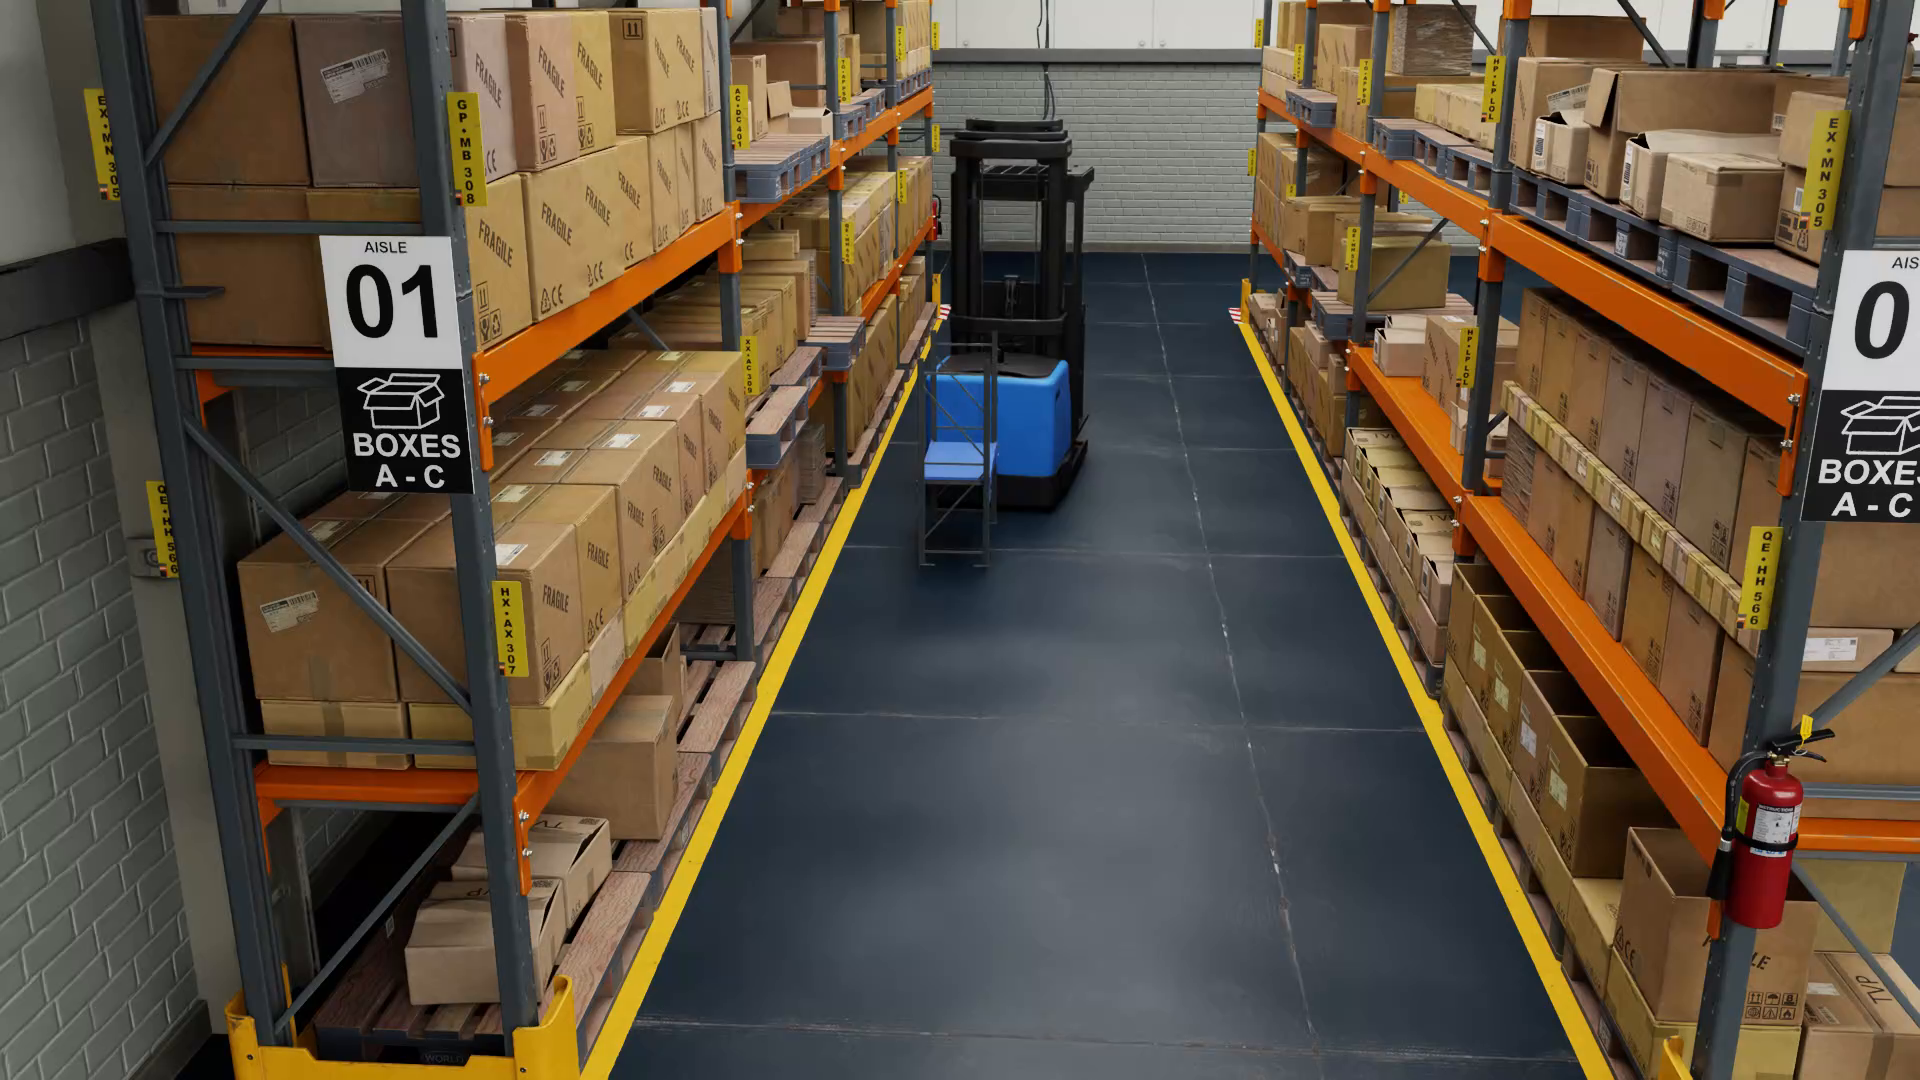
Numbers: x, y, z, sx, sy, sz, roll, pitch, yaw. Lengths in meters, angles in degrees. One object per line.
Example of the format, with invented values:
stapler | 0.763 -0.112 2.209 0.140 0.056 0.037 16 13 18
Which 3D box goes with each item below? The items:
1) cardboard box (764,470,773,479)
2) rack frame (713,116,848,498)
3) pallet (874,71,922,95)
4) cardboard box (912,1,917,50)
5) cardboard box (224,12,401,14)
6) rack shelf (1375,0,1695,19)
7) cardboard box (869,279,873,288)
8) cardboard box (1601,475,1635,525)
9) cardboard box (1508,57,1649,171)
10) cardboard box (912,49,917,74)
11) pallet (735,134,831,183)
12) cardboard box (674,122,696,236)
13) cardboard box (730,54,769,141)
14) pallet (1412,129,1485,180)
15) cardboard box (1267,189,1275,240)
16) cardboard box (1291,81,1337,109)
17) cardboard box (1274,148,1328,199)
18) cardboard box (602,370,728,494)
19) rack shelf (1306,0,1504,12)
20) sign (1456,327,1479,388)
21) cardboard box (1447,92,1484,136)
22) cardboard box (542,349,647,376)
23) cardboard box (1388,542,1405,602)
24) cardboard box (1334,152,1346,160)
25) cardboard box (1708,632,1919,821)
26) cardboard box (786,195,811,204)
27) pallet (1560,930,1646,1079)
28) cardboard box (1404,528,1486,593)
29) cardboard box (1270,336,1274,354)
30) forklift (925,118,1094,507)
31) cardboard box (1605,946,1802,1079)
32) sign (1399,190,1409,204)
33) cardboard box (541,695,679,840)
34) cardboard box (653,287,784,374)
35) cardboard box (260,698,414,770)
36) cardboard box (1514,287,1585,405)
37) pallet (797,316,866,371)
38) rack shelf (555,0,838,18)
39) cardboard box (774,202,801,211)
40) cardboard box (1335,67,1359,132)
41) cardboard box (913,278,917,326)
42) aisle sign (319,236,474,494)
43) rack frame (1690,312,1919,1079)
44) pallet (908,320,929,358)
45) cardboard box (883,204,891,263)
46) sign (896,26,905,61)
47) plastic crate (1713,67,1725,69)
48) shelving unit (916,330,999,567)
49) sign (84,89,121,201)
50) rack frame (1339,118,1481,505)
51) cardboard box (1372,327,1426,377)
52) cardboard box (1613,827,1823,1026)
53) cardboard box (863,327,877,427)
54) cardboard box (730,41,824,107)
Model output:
cardboard box | -1.550 -0.616 11.588 0.500 0.250 0.500 1 18 4
rack frame | -1.415 -1.798 13.094 1.000 3.000 0.127 1 18 4
pallet | -0.969 -5.056 18.360 1.003 0.211 1.213 1 18 4
cardboard box | -0.737 -5.527 17.857 0.500 0.500 0.500 1 18 4
cardboard box | -2.190 -1.581 5.814 0.500 0.500 0.500 2 18 7
rack shelf | 3.383 -3.387 10.105 1.077 0.370 4.000 1 18 4
cardboard box | -1.005 -2.426 15.381 0.380 0.149 0.250 1 18 2
cardboard box | 2.899 -0.165 6.907 0.380 0.149 0.250 1 18 3
cardboard box | 2.940 -2.035 7.940 0.500 0.500 0.500 3 18 8
cardboard box | -0.735 -5.168 17.967 0.500 0.250 0.500 1 18 2
pallet | -1.480 -2.404 10.426 1.213 0.211 1.003 1 18 4
cardboard box | -1.540 -1.719 7.843 0.500 0.500 0.500 0 18 -1
cardboard box | -1.494 -2.780 10.437 0.500 0.500 0.500 1 18 2
pallet | 3.490 -2.465 10.613 1.003 0.211 1.213 2 18 6
cardboard box | 3.697 -3.618 18.486 0.500 0.500 0.500 2 18 5
cardboard box | 3.583 -4.442 16.587 0.500 0.250 0.500 1 18 4
cardboard box | 3.661 -3.933 17.841 0.500 0.500 0.500 1 18 4
cardboard box | -1.457 -0.542 8.264 0.500 0.500 0.500 1 18 4
rack shelf | 3.670 -4.629 13.896 1.077 0.370 4.000 1 18 4
sign | 2.698 -0.968 8.829 0.100 0.325 0.005 1 18 4
cardboard box | 3.478 -2.760 10.778 0.500 0.250 0.500 1 18 3
cardboard box | -1.944 -0.709 8.775 0.500 0.500 0.500 1 18 3
cardboard box | 3.054 0.209 10.709 0.500 0.250 0.500 2 18 5
cardboard box | 4.164 -3.754 17.297 0.500 0.500 0.500 1 18 2
cardboard box | 2.999 0.603 5.604 0.700 0.500 0.500 1 18 4
cardboard box | -1.560 -2.820 14.337 0.500 0.250 0.500 1 18 3
pallet | 2.966 1.882 6.339 1.003 0.211 1.213 1 18 4
cardboard box | 3.014 0.100 10.141 0.500 0.311 0.500 2 18 5
cardboard box | 3.538 -2.087 17.846 0.380 0.149 0.250 1 18 4
forklift | 0.515 -2.072 14.039 1.130 2.935 3.031 4 18 11
cardboard box | 2.697 1.730 6.069 0.500 0.250 0.500 1 18 4
sign | 4.367 -3.470 16.337 0.100 0.325 0.005 1 18 4
cardboard box | -1.706 1.048 7.714 0.700 0.500 0.500 0 18 0
cardboard box | -1.568 -1.349 10.854 0.700 0.500 0.500 4 19 11
cardboard box | -2.148 0.598 5.988 0.500 0.250 0.500 2 18 5
cardboard box | 3.214 -0.973 8.330 0.700 0.500 0.500 1 18 4
pallet | -1.360 -1.484 12.441 1.213 0.211 1.003 1 18 4
rack shelf | -1.558 -3.496 10.439 1.077 0.370 4.000 1 18 4
cardboard box | -1.600 -2.661 13.851 0.500 0.250 0.500 1 18 2
cardboard box | 3.598 -3.618 13.670 0.910 0.500 0.500 1 18 4
cardboard box | -0.863 -2.763 19.379 0.700 0.500 0.500 1 18 2
aisle sign | -1.694 -0.520 5.018 0.394 0.787 0.004 1 18 4
rack frame | 2.953 0.796 5.178 1.000 3.000 0.127 1 18 4
pallet | -0.911 -2.330 19.195 1.003 0.211 1.213 1 18 4
cardboard box | -0.936 -2.931 15.882 0.500 0.500 0.500 1 18 4
sign | -0.586 -4.852 16.261 0.100 0.325 0.005 1 18 4
plastic crate | 8.735 -5.312 19.209 0.497 0.269 0.590 1 18 4
shelving unit | -0.006 -0.686 12.109 0.538 1.500 1.048 1 18 4
sign | -2.541 -1.179 4.963 0.100 0.325 0.005 1 18 4
rack frame | 3.526 -1.689 12.760 1.000 3.000 0.127 1 18 4
cardboard box | 3.269 -1.373 11.940 0.500 0.311 0.500 1 18 3
cardboard box | 2.694 1.373 5.952 0.500 0.500 0.500 1 18 4
cardboard box | -1.162 -1.474 14.882 0.750 0.750 0.750 1 18 4
cardboard box | -1.438 -3.629 12.998 0.700 0.500 0.500 0 18 0
